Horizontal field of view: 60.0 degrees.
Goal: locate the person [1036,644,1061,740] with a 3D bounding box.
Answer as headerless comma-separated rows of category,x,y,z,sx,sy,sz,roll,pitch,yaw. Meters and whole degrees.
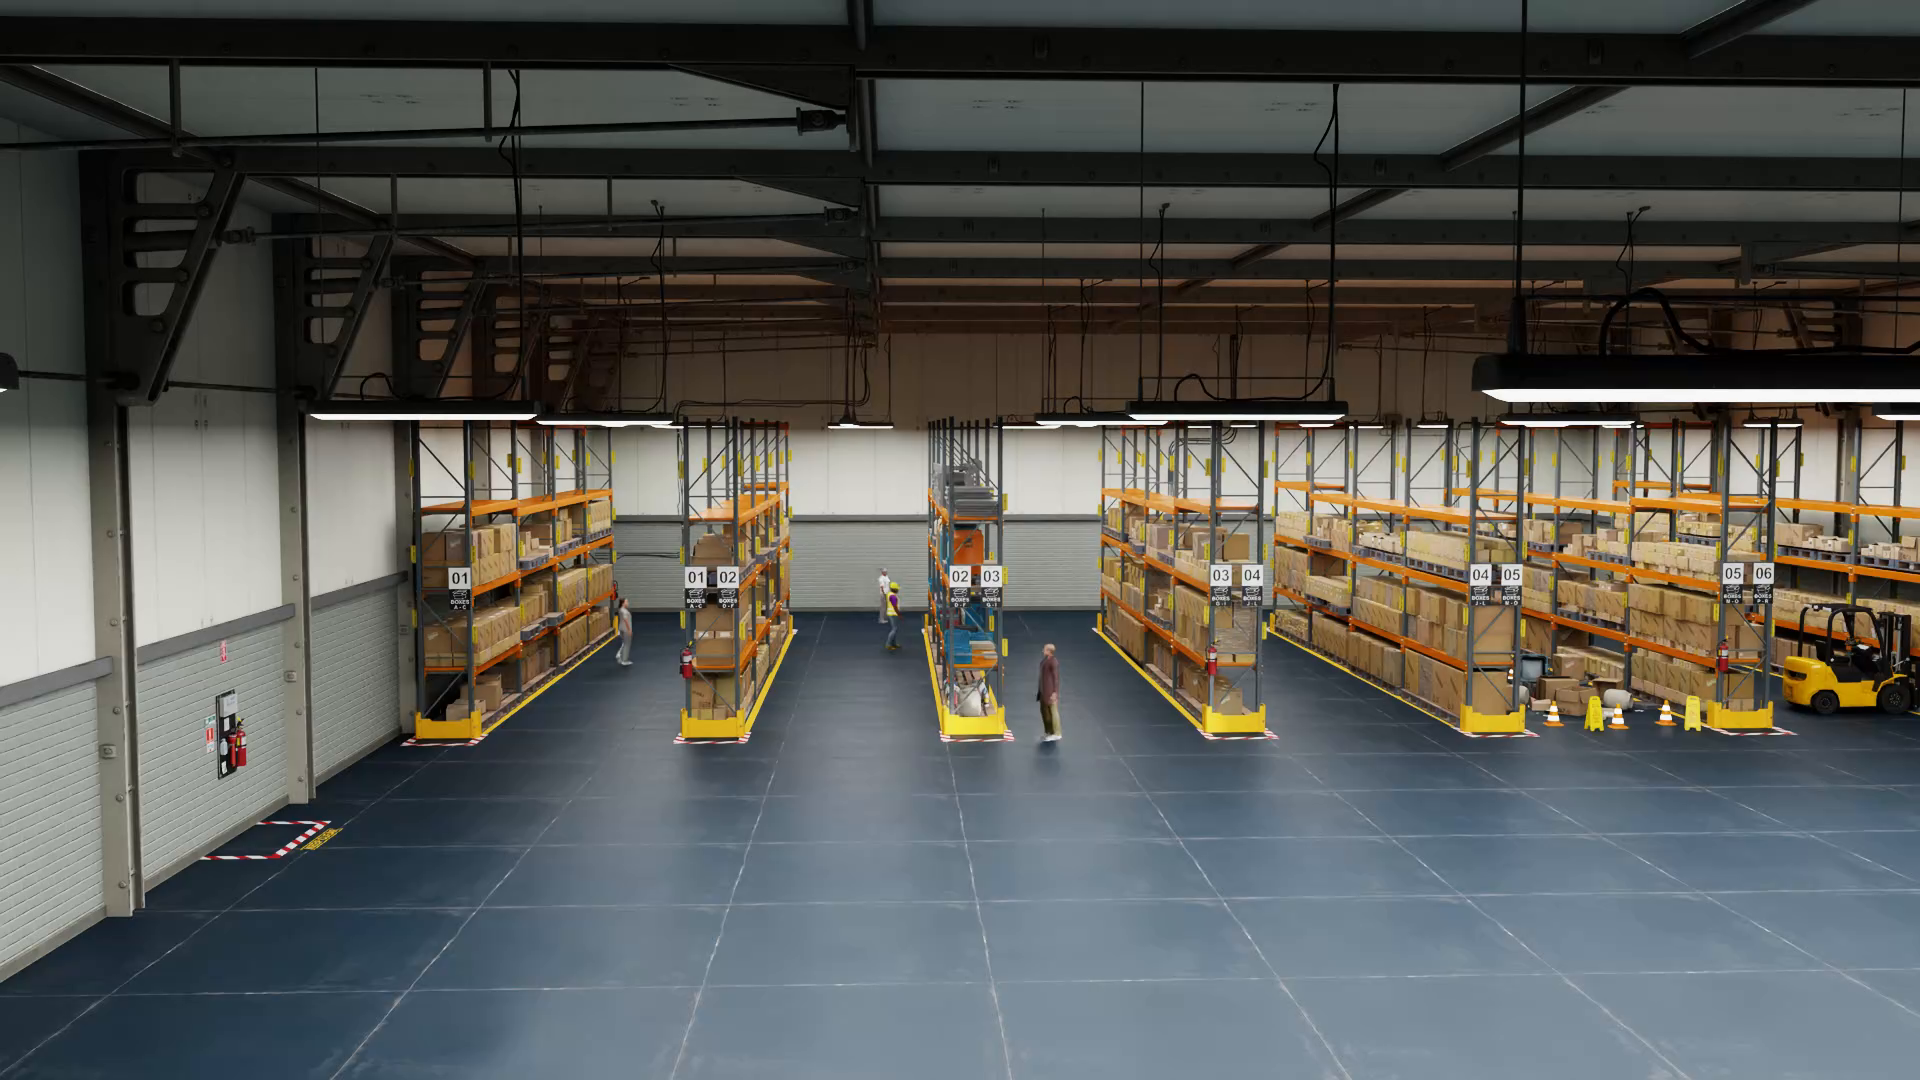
person,1.654,2.828,30.853,0.404,1.824,0.699,-2,4,-23

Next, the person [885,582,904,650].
person,-1.729,1.984,43.367,0.493,1.771,0.586,-1,4,-11

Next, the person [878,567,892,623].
person,-2.191,1.654,49.464,0.497,1.712,0.496,1,4,8

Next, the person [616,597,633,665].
person,-8.179,2.222,40.658,0.455,1.663,0.462,3,5,40
